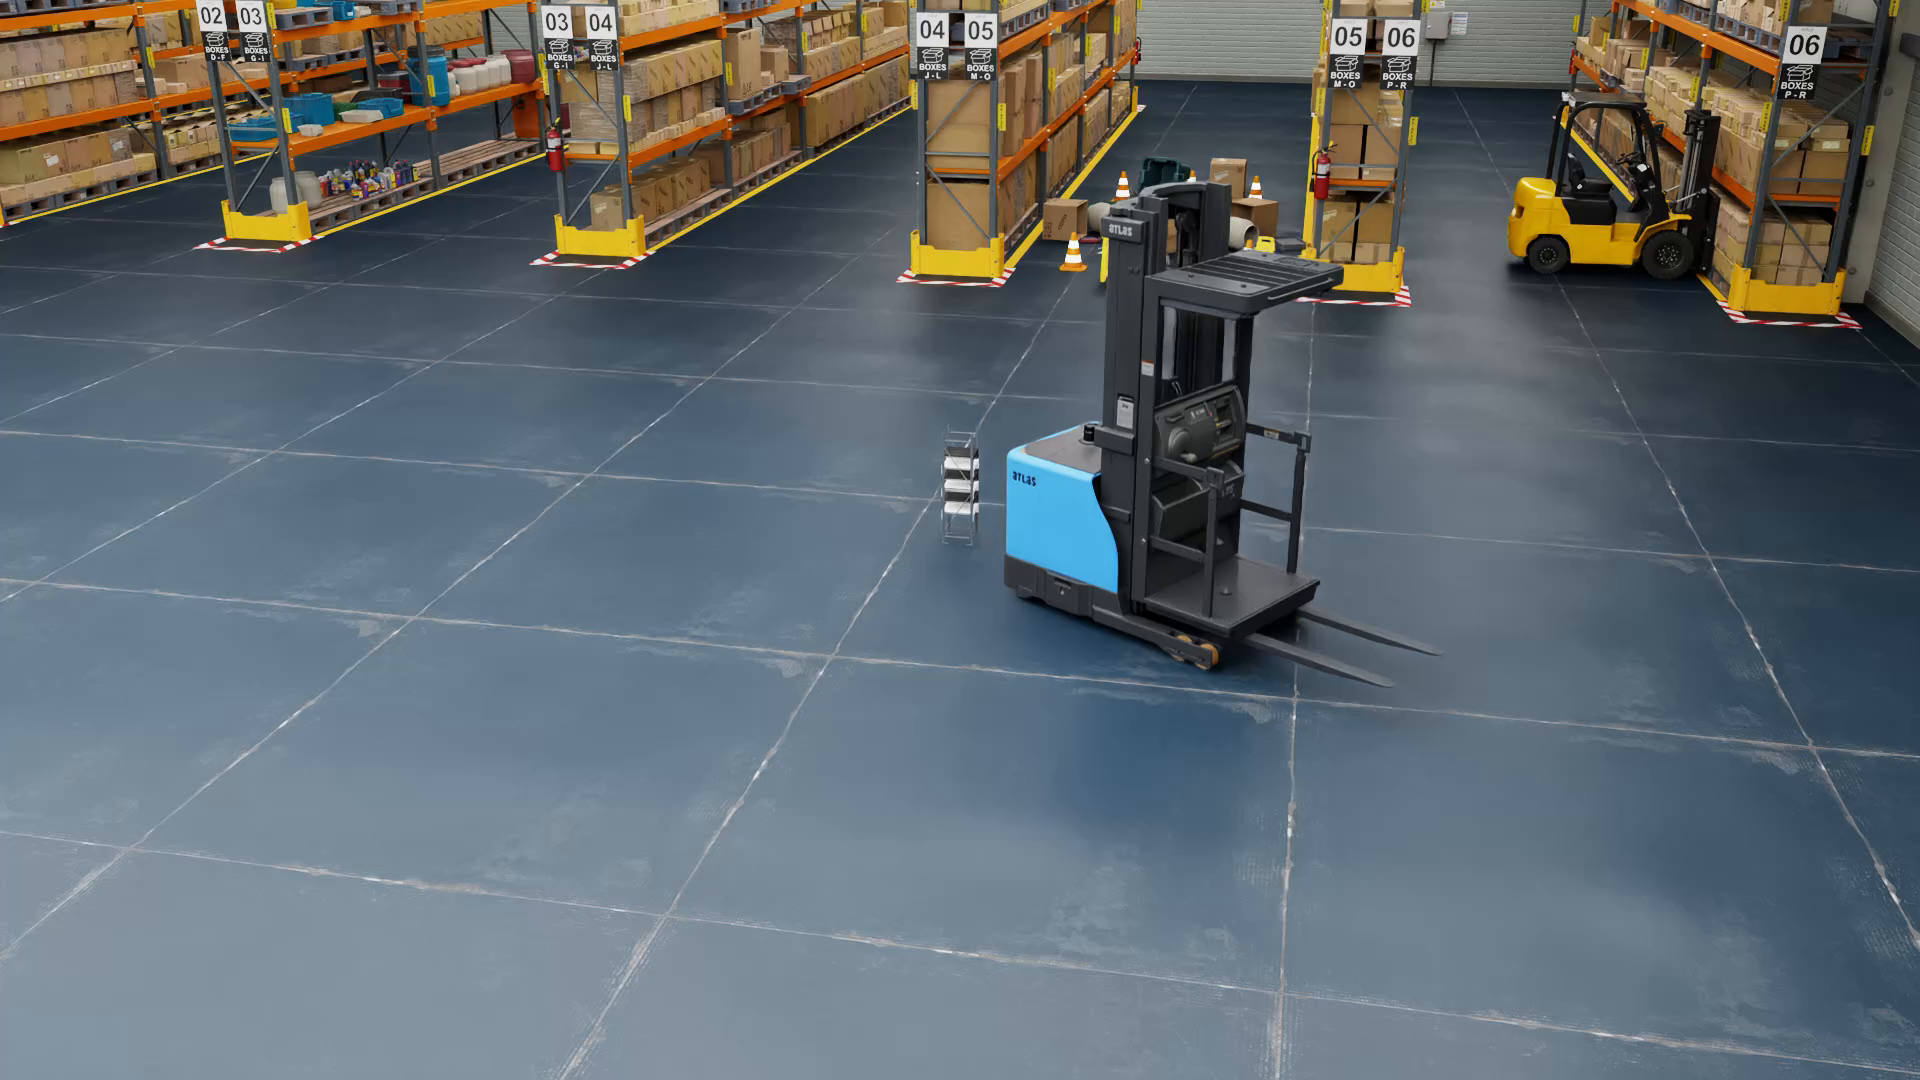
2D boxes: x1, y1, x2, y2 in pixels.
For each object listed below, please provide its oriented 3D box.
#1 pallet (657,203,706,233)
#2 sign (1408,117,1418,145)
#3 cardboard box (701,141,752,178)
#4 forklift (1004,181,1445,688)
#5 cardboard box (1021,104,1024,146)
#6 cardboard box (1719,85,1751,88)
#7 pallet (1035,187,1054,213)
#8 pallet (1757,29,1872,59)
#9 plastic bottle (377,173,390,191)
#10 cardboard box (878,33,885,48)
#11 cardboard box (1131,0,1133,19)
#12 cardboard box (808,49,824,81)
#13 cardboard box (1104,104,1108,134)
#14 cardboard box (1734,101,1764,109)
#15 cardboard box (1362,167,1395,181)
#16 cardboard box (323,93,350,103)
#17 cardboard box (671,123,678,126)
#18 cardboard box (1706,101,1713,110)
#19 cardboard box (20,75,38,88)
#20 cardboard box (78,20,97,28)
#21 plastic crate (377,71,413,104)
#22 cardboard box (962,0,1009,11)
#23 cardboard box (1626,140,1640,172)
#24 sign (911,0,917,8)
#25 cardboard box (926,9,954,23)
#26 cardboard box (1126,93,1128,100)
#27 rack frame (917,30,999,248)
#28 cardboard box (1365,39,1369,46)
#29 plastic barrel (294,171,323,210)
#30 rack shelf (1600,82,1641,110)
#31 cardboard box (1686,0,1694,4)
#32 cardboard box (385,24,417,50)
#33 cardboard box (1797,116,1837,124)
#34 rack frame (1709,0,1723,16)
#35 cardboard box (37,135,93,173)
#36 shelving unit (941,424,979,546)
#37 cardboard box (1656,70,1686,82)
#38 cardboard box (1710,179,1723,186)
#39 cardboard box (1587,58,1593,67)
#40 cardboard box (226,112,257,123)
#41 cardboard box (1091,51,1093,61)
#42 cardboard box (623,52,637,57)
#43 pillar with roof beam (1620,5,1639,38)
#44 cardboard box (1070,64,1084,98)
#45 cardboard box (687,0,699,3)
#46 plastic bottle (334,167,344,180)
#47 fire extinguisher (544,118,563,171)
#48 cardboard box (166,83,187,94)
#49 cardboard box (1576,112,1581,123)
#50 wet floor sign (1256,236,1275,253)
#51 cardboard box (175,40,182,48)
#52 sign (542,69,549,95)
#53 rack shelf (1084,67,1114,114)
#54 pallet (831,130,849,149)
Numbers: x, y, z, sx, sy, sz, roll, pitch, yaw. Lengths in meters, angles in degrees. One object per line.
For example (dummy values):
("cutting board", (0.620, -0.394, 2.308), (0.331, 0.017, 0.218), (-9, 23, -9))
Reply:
("pallet", (-4.394, -4.726, 24.306), (1.003, 0.211, 1.213), (4, 22, 11))
("sign", (5.371, -4.857, 19.740), (0.100, 0.325, 0.005), (4, 22, 11))
("cardboard box", (-3.783, -6.156, 26.881), (0.700, 0.500, 0.500), (4, 22, 11))
("forklift", (1.730, -0.740, 10.767), (3.031, 2.935, 1.130), (19, 29, 39))
("cardboard box", (0.401, -5.641, 22.645), (0.875, 0.550, 0.500), (4, 22, 11))
("cardboard box", (11.064, -6.412, 23.757), (0.380, 0.149, 0.250), (4, 22, 11))
("pallet", (0.874, -5.295, 25.718), (1.003, 0.211, 1.213), (4, 22, 11))
("pallet", (9.870, -5.727, 19.162), (1.003, 0.211, 1.213), (4, 22, 11))
("plastic bottle", (-8.885, -5.529, 25.623), (0.152, 0.276, 0.135), (5, 22, 12))
("cardboard box", (-1.854, -10.233, 34.049), (0.500, 0.250, 0.500), (5, 22, 12))
("cardboard box", (3.285, -10.966, 34.195), (0.500, 0.500, 0.500), (4, 22, 9))
("cardboard box", (-2.760, -8.571, 29.985), (0.500, 0.500, 0.500), (4, 22, 9))
("cardboard box", (2.518, -7.972, 31.416), (0.500, 0.500, 0.500), (4, 22, 10))
("cardboard box", (9.942, -5.405, 20.858), (0.380, 0.149, 0.250), (5, 22, 11))
("cardboard box", (5.112, -4.489, 20.321), (0.380, 0.149, 0.250), (5, 22, 11))
("cardboard box", (-12.345, -8.499, 32.699), (0.500, 0.500, 0.500), (4, 22, 10))
("cardboard box", (-4.247, -5.865, 23.737), (0.380, 0.149, 0.250), (4, 22, 11))
("cardboard box", (10.143, -5.739, 22.086), (0.380, 0.149, 0.250), (5, 22, 12))
("cardboard box", (-14.058, -6.861, 24.872), (0.380, 0.149, 0.250), (4, 22, 9))
("cardboard box", (-17.322, -10.196, 32.591), (0.500, 0.250, 0.500), (4, 22, 10))
("plastic crate", (-9.094, -7.323, 26.936), (0.402, 0.464, 0.583), (4, 22, 11))
("cardboard box", (0.324, -6.695, 20.554), (0.500, 0.250, 0.500), (4, 22, 11))
("cardboard box", (11.209, -6.252, 27.146), (0.500, 0.500, 0.500), (5, 22, 12))
("sign", (-0.555, -6.649, 20.254), (0.100, 0.325, 0.005), (4, 22, 11))
("cardboard box", (-0.290, -6.501, 20.605), (0.380, 0.149, 0.250), (4, 22, 11))
("cardboard box", (3.306, -9.294, 34.772), (0.380, 0.149, 0.250), (4, 22, 9))
("rack frame", (-0.026, -4.838, 20.850), (1.000, 3.000, 0.127), (4, 22, 11))
("cardboard box", (4.862, -6.199, 20.553), (0.380, 0.149, 0.250), (5, 22, 11))
("plastic barrel", (-9.548, -5.101, 24.272), (0.421, 0.512, 0.421), (0, 22, 0))
("rack shelf", (11.741, -7.444, 28.284), (1.077, 0.370, 4.000), (4, 22, 11))
("cardboard box", (10.582, -7.738, 23.461), (0.500, 0.311, 0.500), (4, 22, 9))
("cardboard box", (-11.739, -10.610, 35.048), (0.500, 0.500, 0.500), (5, 22, 12))
("cardboard box", (10.104, -4.903, 19.611), (0.380, 0.149, 0.250), (5, 22, 12))
("rack frame", (10.517, -8.366, 21.580), (1.000, 3.000, 0.127), (4, 22, 11))
("cardboard box", (-13.922, -6.004, 25.861), (0.500, 0.500, 0.500), (4, 22, 11))
("shelving unit", (0.002, -0.420, 12.693), (0.258, 0.900, 0.210), (4, 22, 11))
("cardboard box", (10.899, -7.105, 25.479), (0.380, 0.149, 0.250), (5, 22, 12))
("cardboard box", (9.996, -4.627, 22.107), (0.500, 0.250, 0.500), (4, 22, 11))
("cardboard box", (12.284, -9.191, 31.995), (0.380, 0.149, 0.250), (5, 22, 12))
("cardboard box", (-12.997, -7.529, 29.901), (0.500, 0.311, 0.500), (4, 22, 11))
("cardboard box", (2.163, -8.612, 29.598), (0.380, 0.149, 0.250), (4, 22, 10))
("cardboard box", (-4.790, -6.487, 23.074), (0.500, 0.500, 0.500), (4, 22, 11))
("pillar with roof beam", (10.183, -14.000, 35.570), (9.100, 9.000, 0.400), (4, 22, 11))
("cardboard box", (1.777, -7.624, 27.636), (0.500, 0.500, 0.500), (4, 22, 11))
("cardboard box", (-3.970, -7.789, 23.831), (0.380, 0.149, 0.250), (4, 22, 9))
("plastic bottle", (-9.590, -5.580, 25.651), (0.144, 0.351, 0.185), (4, 22, 10))
("fire extinguisher", (-5.336, -5.210, 21.878), (0.296, 0.674, 0.183), (4, 22, 11))
("cardboard box", (-13.361, -7.664, 28.204), (0.380, 0.149, 0.250), (4, 22, 11))
("cardboard box", (12.535, -8.481, 32.680), (0.700, 0.500, 0.500), (5, 23, 13))
("wet floor sign", (3.754, -3.417, 20.475), (0.267, 0.644, 0.232), (13, 25, 29))
("cardboard box", (-16.752, -10.522, 35.273), (0.380, 0.149, 0.250), (5, 22, 11))
("sign", (-5.400, -5.986, 21.728), (0.100, 0.325, 0.005), (4, 22, 11))
("rack shelf", (2.014, -8.161, 30.065), (1.077, 0.370, 4.000), (4, 22, 11))
("pallet", (-2.743, -7.612, 31.472), (1.003, 0.211, 1.213), (4, 22, 11))
